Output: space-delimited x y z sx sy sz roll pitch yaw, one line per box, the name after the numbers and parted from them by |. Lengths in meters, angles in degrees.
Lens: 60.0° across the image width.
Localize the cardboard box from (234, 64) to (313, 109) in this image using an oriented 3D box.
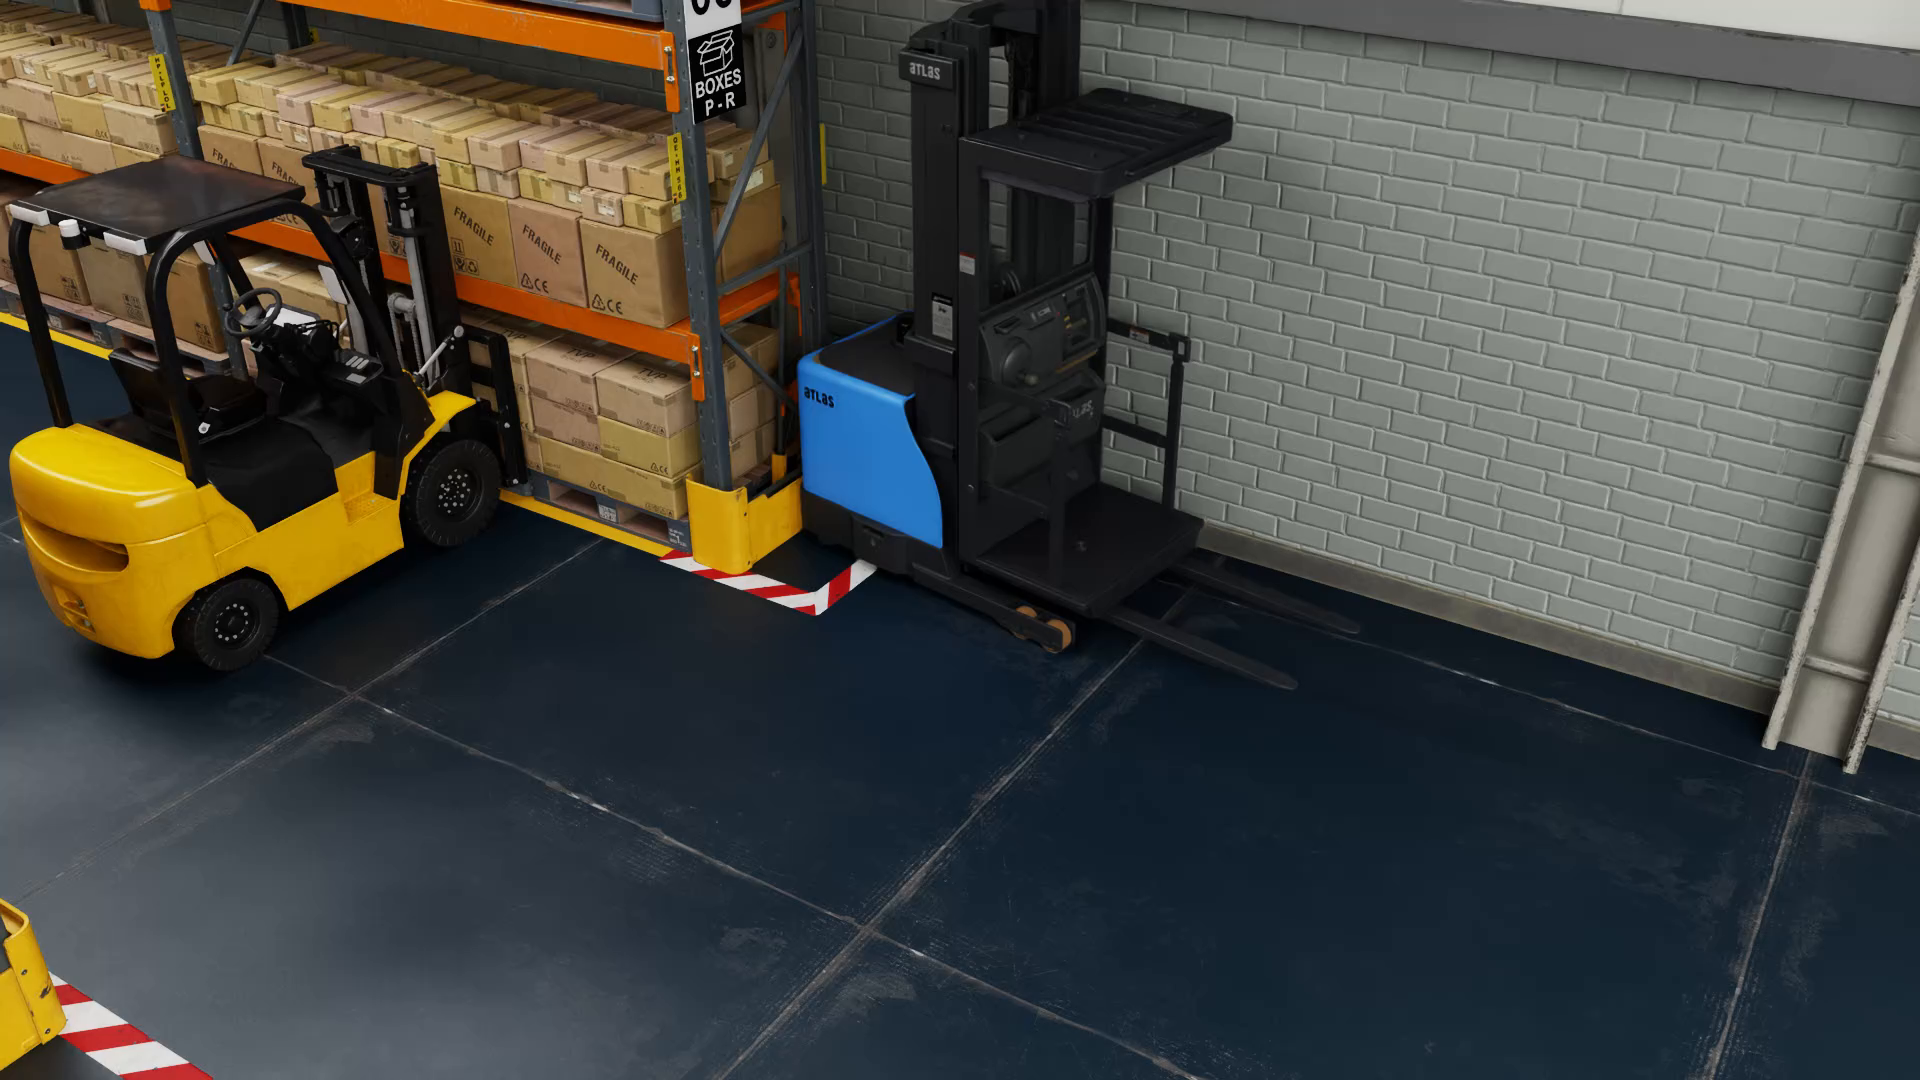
-4.043 -2.686 9.839 0.250 0.149 0.380 18 35 28 | cardboard box

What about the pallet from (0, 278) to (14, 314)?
-7.146 -2.100 12.640 1.213 0.211 1.003 18 35 27 | pallet

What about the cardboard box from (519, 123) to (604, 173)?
-2.095 -2.066 8.777 0.250 0.149 0.380 18 35 28 | cardboard box

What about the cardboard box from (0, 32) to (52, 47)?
-6.339 -3.284 11.160 0.250 0.149 0.380 18 35 27 | cardboard box

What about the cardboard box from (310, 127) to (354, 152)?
-3.458 -2.301 9.474 0.250 0.149 0.380 17 34 27 | cardboard box

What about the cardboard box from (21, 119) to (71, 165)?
-5.834 -2.707 11.062 0.500 0.250 0.500 18 35 28 | cardboard box

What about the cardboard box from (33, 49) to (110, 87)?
-5.731 -3.050 10.759 0.250 0.149 0.380 17 34 26 | cardboard box

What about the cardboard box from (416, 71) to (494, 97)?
-2.936 -2.609 9.707 0.250 0.149 0.380 17 34 27 | cardboard box

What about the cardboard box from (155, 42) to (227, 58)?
-5.029 -3.141 10.914 0.250 0.149 0.380 17 35 27 | cardboard box

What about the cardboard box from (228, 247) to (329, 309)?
-4.192 -1.632 10.391 0.500 0.250 0.500 17 34 27 | cardboard box

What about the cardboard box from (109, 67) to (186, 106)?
-5.070 -2.852 10.418 0.250 0.149 0.380 17 34 27 | cardboard box

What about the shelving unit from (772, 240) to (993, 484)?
-0.446 -0.955 9.330 1.083 1.500 0.587 11 31 12 | shelving unit

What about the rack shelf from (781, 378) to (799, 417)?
-0.449 -0.798 9.419 1.000 0.185 0.538 11 31 12 | rack shelf

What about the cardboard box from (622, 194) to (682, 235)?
-1.489 -1.695 8.436 0.250 0.149 0.380 18 35 28 | cardboard box

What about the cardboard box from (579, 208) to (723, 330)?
-1.603 -1.462 8.679 0.500 0.500 0.500 17 34 26 | cardboard box

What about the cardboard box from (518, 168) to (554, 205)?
-2.113 -1.918 8.818 0.250 0.149 0.380 17 34 27 | cardboard box

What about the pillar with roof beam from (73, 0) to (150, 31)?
-8.528 -4.331 7.744 0.400 9.000 9.100 18 35 27 | pillar with roof beam

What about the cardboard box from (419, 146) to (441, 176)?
-2.752 -2.134 9.188 0.250 0.149 0.380 17 34 27 | cardboard box

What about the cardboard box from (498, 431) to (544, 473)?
-2.448 -0.658 9.714 0.500 0.250 0.500 18 35 28 | cardboard box

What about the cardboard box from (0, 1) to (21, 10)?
-6.971 -3.747 11.952 0.250 0.149 0.380 18 35 27 | cardboard box

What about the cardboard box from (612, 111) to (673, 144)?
-1.652 -2.181 8.973 0.250 0.149 0.380 18 35 28 | cardboard box

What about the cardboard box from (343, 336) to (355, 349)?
-3.342 -1.145 10.051 0.500 0.250 0.500 17 34 27 | cardboard box

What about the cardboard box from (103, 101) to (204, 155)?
-4.986 -2.644 10.458 0.500 0.250 0.500 17 34 26 | cardboard box

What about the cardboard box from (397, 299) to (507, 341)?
-2.896 -1.219 9.682 0.500 0.250 0.500 17 34 26 | cardboard box

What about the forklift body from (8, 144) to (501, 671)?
-3.623 -0.761 8.421 1.214 2.155 2.313 18 35 27 | forklift body

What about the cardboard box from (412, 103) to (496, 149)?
-2.764 -2.265 9.117 0.250 0.149 0.380 18 35 28 | cardboard box

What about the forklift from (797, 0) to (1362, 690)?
0.577 -1.004 8.063 3.031 2.935 1.130 23 37 34 | forklift

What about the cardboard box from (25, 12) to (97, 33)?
-6.291 -3.576 11.660 0.250 0.149 0.380 17 34 27 | cardboard box

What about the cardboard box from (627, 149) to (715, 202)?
-1.462 -1.856 8.417 0.250 0.149 0.380 18 35 27 | cardboard box

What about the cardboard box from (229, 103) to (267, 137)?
-4.084 -2.527 9.862 0.250 0.149 0.380 18 35 28 | cardboard box

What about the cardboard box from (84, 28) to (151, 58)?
-5.670 -3.343 11.261 0.250 0.149 0.380 17 34 27 | cardboard box

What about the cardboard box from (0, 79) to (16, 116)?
-6.273 -3.061 11.173 0.500 0.250 0.500 18 35 28 | cardboard box

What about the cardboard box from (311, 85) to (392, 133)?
-3.434 -2.443 9.423 0.250 0.149 0.380 17 34 27 | cardboard box

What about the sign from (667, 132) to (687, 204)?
-1.347 -1.773 7.929 0.005 0.325 0.100 18 35 27 | sign

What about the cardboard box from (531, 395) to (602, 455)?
-2.044 -0.744 9.365 0.500 0.250 0.500 17 34 27 | cardboard box

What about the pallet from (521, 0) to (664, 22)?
-1.632 -2.857 8.281 1.213 0.211 1.003 18 35 27 | pallet

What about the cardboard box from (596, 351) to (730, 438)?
-1.603 -0.814 8.989 0.500 0.250 0.500 19 35 29 | cardboard box

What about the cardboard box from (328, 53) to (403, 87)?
-3.582 -2.815 10.061 0.250 0.149 0.380 17 34 27 | cardboard box

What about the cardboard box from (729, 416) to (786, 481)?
-1.359 -0.607 9.626 0.500 0.250 0.500 18 35 28 | cardboard box

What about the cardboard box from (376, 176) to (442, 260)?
-2.903 -1.872 9.382 0.500 0.500 0.500 18 35 28 | cardboard box

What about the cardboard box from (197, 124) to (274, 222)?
-4.198 -2.283 10.087 0.500 0.500 0.500 17 34 26 | cardboard box

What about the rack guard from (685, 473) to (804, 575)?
-1.026 -0.312 9.289 0.348 0.500 1.175 18 35 27 | rack guard

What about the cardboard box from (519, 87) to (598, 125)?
-2.261 -2.426 9.393 0.250 0.149 0.380 17 34 26 | cardboard box

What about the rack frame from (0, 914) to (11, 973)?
-3.682 0.721 5.038 0.127 3.000 1.000 18 35 27 | rack frame

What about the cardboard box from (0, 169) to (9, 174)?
-7.302 -2.524 12.540 0.625 0.625 0.875 19 35 29 | cardboard box

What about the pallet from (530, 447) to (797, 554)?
-1.717 -0.381 9.694 1.213 0.211 1.003 18 35 27 | pallet

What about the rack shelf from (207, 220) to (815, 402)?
-2.741 -1.624 9.770 4.000 0.370 1.077 18 35 27 | rack shelf

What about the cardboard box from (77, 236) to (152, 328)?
-5.536 -1.972 11.593 0.625 0.625 0.875 17 34 27 | cardboard box
